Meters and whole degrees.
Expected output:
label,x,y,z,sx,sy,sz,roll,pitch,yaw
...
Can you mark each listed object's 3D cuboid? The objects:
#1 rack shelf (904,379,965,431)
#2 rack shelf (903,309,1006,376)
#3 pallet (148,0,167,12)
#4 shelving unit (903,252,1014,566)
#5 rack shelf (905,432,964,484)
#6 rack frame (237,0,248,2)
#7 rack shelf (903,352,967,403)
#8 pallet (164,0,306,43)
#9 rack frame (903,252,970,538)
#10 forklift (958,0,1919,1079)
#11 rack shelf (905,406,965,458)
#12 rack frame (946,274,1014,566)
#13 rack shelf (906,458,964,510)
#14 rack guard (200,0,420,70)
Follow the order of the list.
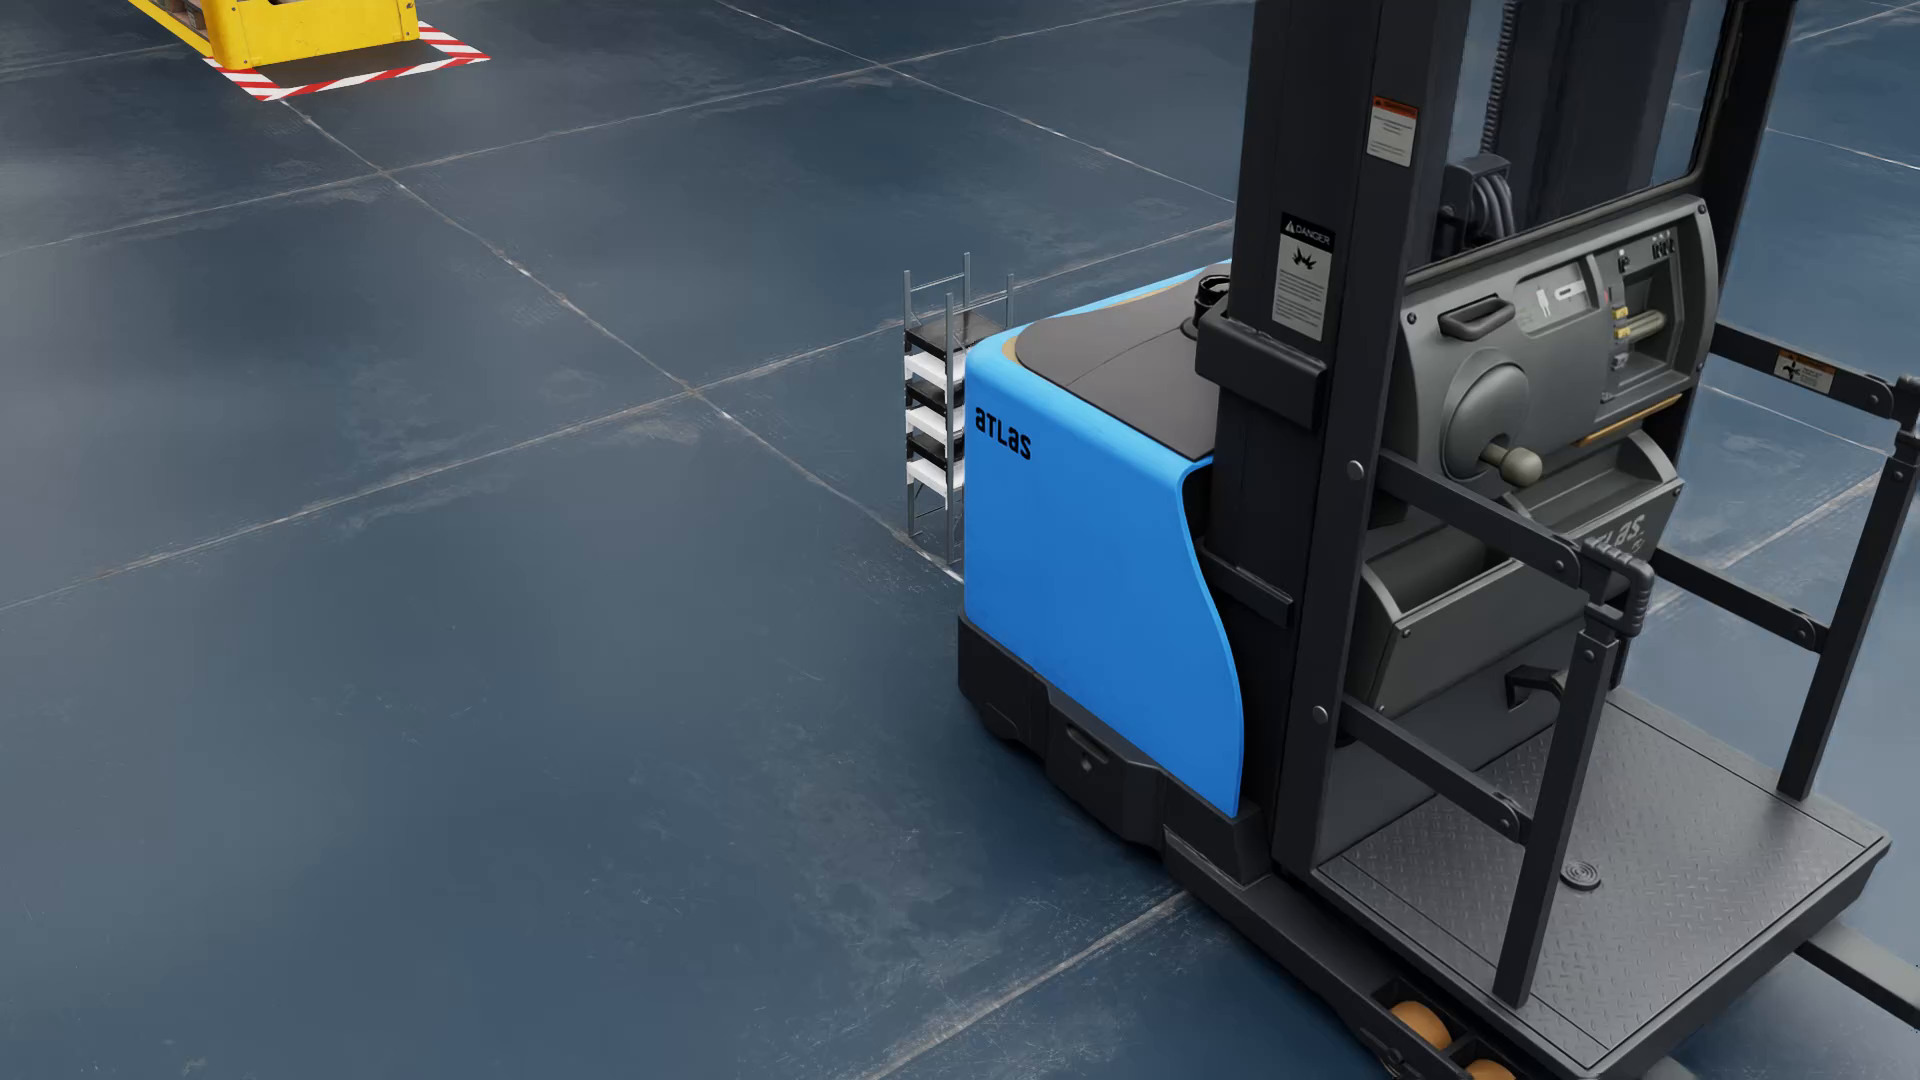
label,x,y,z,sx,sy,sz,roll,pitch,yaw
rack shelf,-0.005,-0.434,4.988,0.258,0.077,0.200,-22,38,-31
rack shelf,-0.005,-0.587,4.893,0.258,0.077,0.200,-22,38,-31
pallet,-5.100,-3.905,11.338,1.003,0.211,1.213,-22,38,-31
shelving unit,-0.005,-0.386,5.018,0.258,0.900,0.210,-22,38,-31
rack shelf,-0.005,-0.281,5.083,0.258,0.077,0.200,-22,38,-31
rack frame,-3.778,-4.225,9.210,1.000,3.000,0.127,-22,38,-31
rack shelf,-0.005,-0.510,4.941,0.258,0.077,0.200,-22,38,-31
pallet,-4.356,-3.397,10.520,1.003,0.211,1.213,-22,38,-31
rack frame,-0.067,-0.428,5.086,0.240,0.900,0.006,-22,38,-31
forklift,1.281,-0.336,3.013,1.130,2.935,3.031,-22,38,-31
rack shelf,-0.005,-0.357,5.036,0.258,0.077,0.200,-22,38,-31
rack frame,0.057,-0.343,4.950,0.240,0.900,0.006,-22,38,-31
rack shelf,-0.005,-0.204,5.131,0.258,0.077,0.200,-22,38,-31
rack guard,-3.862,-3.180,9.896,1.175,0.500,0.348,-22,38,-31
